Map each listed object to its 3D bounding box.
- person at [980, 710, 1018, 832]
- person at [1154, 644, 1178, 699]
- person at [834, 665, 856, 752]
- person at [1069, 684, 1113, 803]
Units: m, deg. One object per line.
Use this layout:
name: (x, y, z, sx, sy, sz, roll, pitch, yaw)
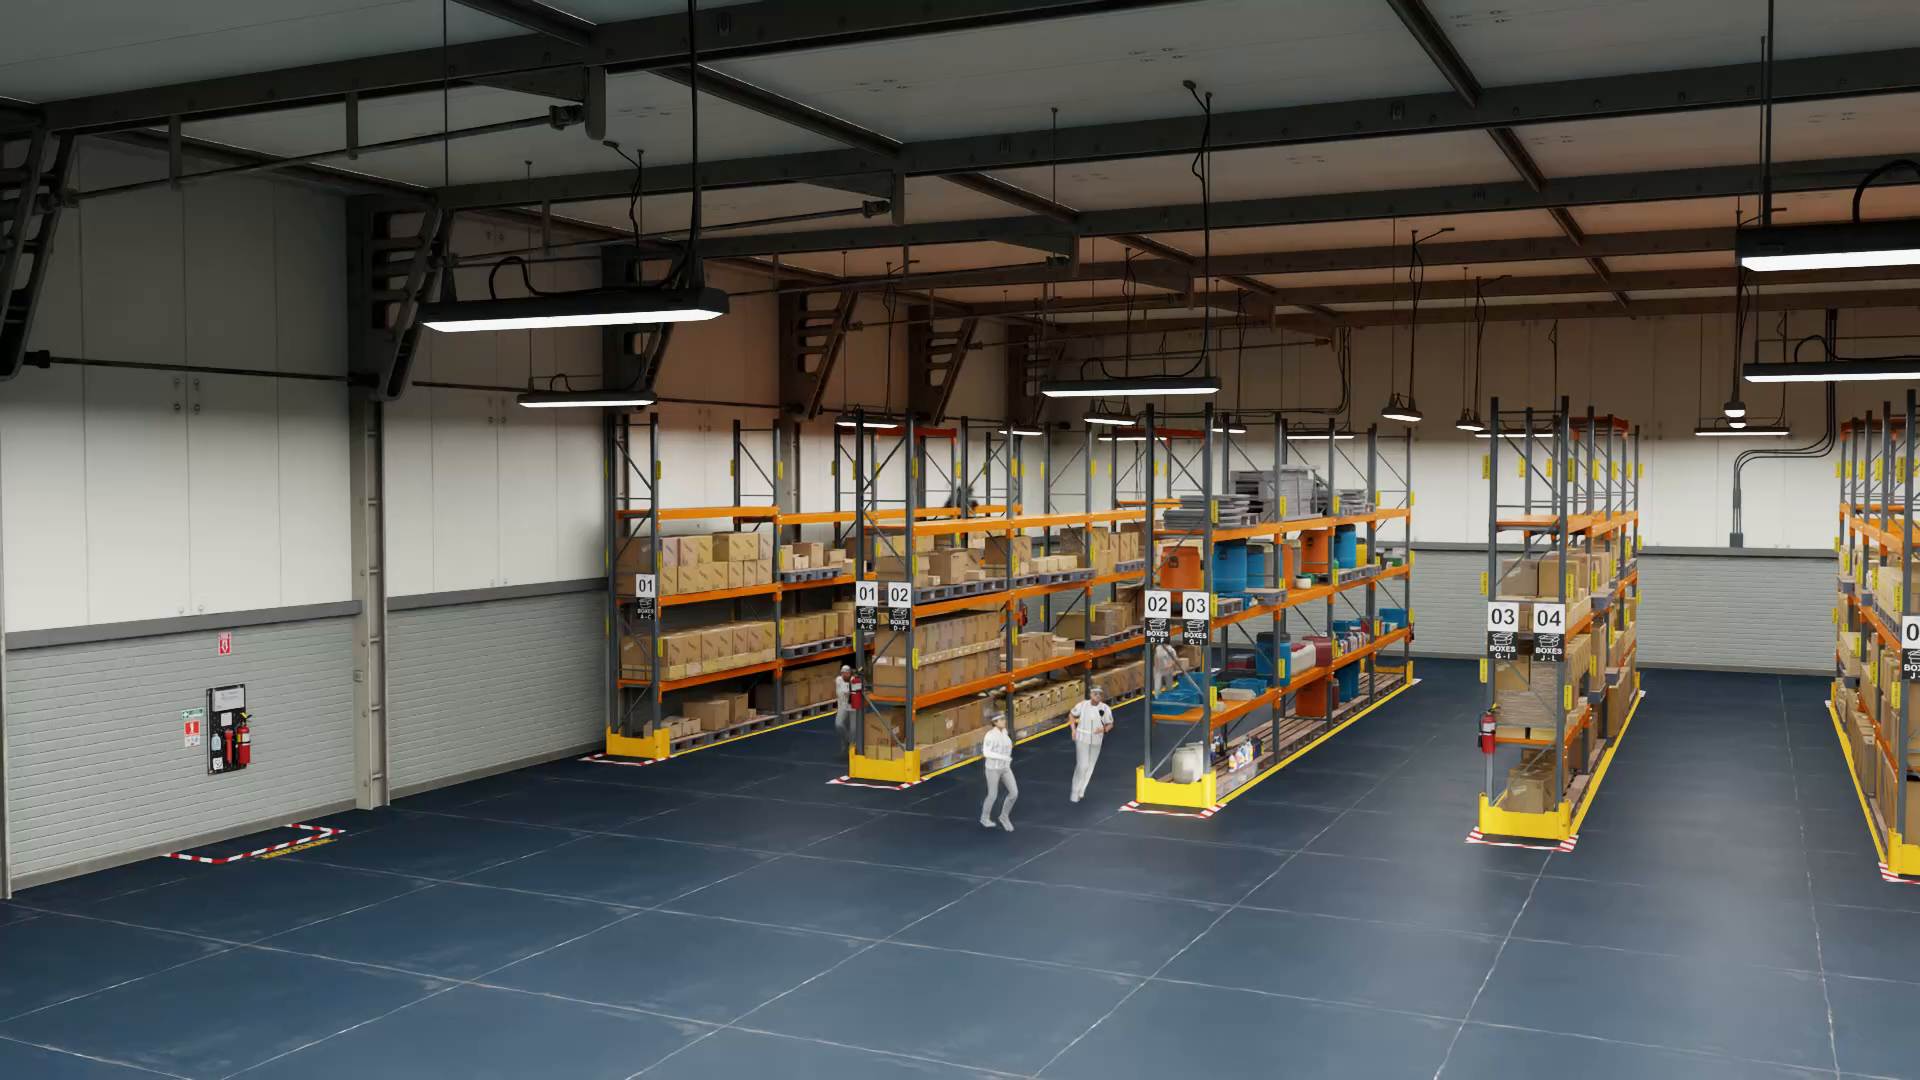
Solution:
person: (0.540, 3.195, 23.037, 0.601, 1.712, 0.704, -2, 3, -41)
person: (4.188, 2.753, 33.930, 0.536, 1.673, 1.125, 1, 3, 18)
person: (-1.963, 2.967, 29.139, 0.591, 1.587, 0.821, 0, 2, 11)
person: (1.984, 3.086, 25.237, 0.674, 1.808, 0.662, 0, 2, -8)
